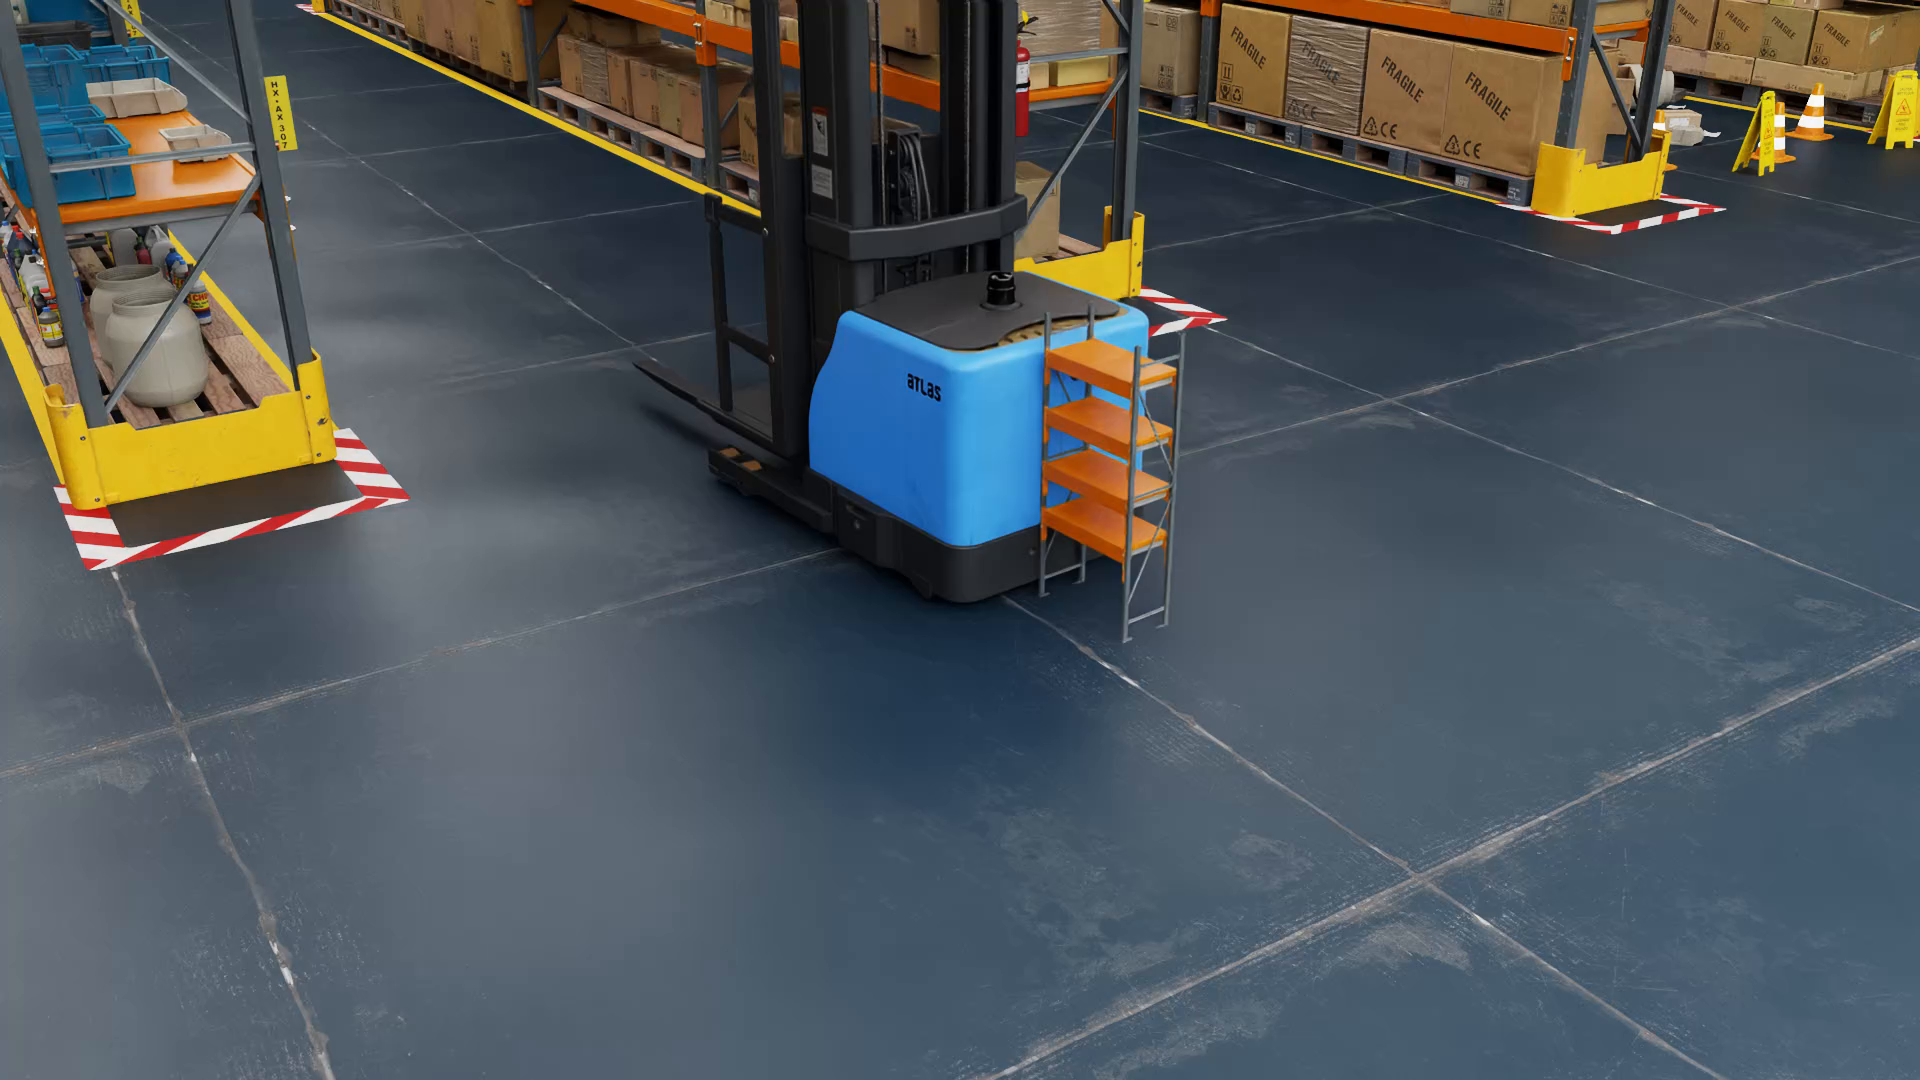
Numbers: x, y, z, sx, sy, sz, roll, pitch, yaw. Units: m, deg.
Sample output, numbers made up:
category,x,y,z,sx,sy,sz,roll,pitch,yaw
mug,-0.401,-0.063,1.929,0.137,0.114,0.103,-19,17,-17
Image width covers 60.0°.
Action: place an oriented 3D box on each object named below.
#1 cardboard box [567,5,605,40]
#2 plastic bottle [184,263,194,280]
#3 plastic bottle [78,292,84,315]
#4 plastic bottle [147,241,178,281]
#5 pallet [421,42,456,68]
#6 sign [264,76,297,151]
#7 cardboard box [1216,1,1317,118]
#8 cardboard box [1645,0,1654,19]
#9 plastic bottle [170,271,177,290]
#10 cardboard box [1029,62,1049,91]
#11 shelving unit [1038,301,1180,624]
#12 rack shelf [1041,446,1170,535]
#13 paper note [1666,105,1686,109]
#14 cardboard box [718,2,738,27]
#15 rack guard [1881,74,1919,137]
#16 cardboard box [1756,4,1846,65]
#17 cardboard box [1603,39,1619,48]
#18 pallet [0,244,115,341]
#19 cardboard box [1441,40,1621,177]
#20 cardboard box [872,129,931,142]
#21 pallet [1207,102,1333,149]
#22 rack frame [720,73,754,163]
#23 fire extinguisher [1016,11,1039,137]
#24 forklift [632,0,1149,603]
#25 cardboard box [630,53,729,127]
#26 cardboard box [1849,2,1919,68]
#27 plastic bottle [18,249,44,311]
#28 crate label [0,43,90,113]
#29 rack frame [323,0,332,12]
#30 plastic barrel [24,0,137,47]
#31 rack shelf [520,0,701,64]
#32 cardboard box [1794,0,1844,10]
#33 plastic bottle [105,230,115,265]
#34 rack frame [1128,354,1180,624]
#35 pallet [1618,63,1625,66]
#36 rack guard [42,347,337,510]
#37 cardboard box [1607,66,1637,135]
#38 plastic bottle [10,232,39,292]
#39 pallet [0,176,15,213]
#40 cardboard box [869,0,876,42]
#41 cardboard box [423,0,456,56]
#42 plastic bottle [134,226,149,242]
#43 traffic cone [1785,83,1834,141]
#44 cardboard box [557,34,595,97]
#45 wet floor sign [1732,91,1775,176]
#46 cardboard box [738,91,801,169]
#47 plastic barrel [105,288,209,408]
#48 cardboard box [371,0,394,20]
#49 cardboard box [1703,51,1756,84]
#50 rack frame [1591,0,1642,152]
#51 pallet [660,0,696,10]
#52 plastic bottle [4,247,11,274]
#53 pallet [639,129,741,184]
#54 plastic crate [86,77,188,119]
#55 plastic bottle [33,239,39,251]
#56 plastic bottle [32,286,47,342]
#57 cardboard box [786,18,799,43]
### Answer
category,x,y,z,sx,sy,sz,roll,pitch,yaw
cardboard box,-3.344,-4.853,15.551,0.500,0.250,0.500,-14,29,-28
plastic bottle,-4.355,-1.439,9.451,0.061,0.283,0.133,-15,29,-29
plastic bottle,-4.984,-1.332,9.321,0.097,0.201,0.097,0,25,0
plastic bottle,-4.742,-1.654,9.915,0.152,0.276,0.135,-15,29,-29
pallet,-5.434,-5.589,18.842,1.003,0.211,1.213,-16,29,-30
sign,-3.055,-1.914,7.467,0.100,0.325,0.005,-16,29,-30
cardboard box,2.944,-4.355,14.958,0.875,0.875,0.875,-15,29,-29
cardboard box,7.150,-5.380,16.982,0.500,0.500,0.500,-14,29,-28
plastic bottle,-4.542,-1.511,9.699,0.097,0.201,0.097,0,25,0
cardboard box,0.304,-2.757,9.870,0.380,0.149,0.250,-16,29,-30
shelving unit,0.566,-0.259,6.393,0.258,1.200,0.499,-18,31,-34
rack shelf,0.568,-0.197,6.420,0.258,0.148,0.480,-18,31,-34
paper note,6.941,-4.202,16.116,0.148,0.019,0.142,18,31,33
cardboard box,-1.561,-3.894,12.279,0.380,0.149,0.250,-16,29,-30
rack guard,8.894,-4.023,15.186,1.175,0.500,0.348,-16,29,-30
cardboard box,7.992,-4.823,15.804,0.500,0.500,0.500,-14,29,-28
cardboard box,6.847,-5.229,17.542,0.500,0.250,0.500,-17,30,-32
pallet,-5.370,-1.582,10.354,1.003,0.211,1.213,-16,29,-30
cardboard box,4.417,-3.392,12.919,0.875,0.875,0.875,-15,29,-29
cardboard box,-0.376,-2.537,11.547,0.500,0.500,0.500,-13,28,-25
pallet,3.009,-3.816,15.086,1.003,0.211,1.213,-16,29,-30
rack frame,-1.549,-4.248,12.735,0.949,2.616,0.053,-16,29,-30
fire extinguisher,0.308,-2.633,9.405,0.296,0.674,0.183,-16,29,-30
forklift,5.016,-4.806,13.997,18.991,2.935,7.886,-18,31,-34
cardboard box,-2.419,-3.915,14.443,0.700,0.500,0.500,-18,31,-34
cardboard box,8.713,-4.773,15.697,0.500,0.500,0.500,-17,30,-31
plastic bottle,-5.273,-1.489,9.478,0.144,0.351,0.185,-16,30,-30
crate label,-4.749,-2.273,8.511,0.502,0.435,0.616,-16,29,-30
rack frame,-8.102,-8.539,21.825,1.000,3.000,0.127,-16,29,-30
plastic barrel,-5.658,-3.528,10.623,0.600,0.901,0.708,-16,29,-30
rack shelf,-2.643,-4.637,14.402,1.077,0.370,4.000,-16,29,-30
cardboard box,8.023,-5.046,15.517,0.380,0.149,0.250,-15,29,-28
plastic bottle,-5.229,-1.897,10.343,0.144,0.351,0.185,-16,29,-30
rack frame,0.718,-0.176,6.218,0.228,1.046,0.006,-18,31,-34
pallet,7.148,-5.064,17.729,1.003,0.211,1.213,-16,29,-30
rack guard,-3.599,-0.548,7.825,1.175,0.500,0.348,-16,29,-30
cardboard box,5.855,-4.035,15.209,0.637,0.503,0.797,7,26,15
plastic bottle,-5.505,-1.641,9.800,0.144,0.351,0.185,-17,30,-32
pallet,-6.833,-2.541,12.384,1.003,0.211,1.213,-16,29,-30
cardboard box,-0.255,-3.539,10.768,0.875,0.500,0.500,-16,29,-30
cardboard box,-5.064,-5.794,18.007,1.225,0.875,0.875,-17,30,-31
plastic bottle,-5.004,-1.862,10.269,0.144,0.351,0.185,-17,30,-32
traffic cone,7.620,-3.832,14.825,0.336,0.463,0.334,-16,29,-30
cardboard box,-3.353,-4.511,15.706,0.700,0.500,0.500,-17,30,-32
wet floor sign,6.518,-3.323,13.532,0.267,0.644,0.232,-22,33,-38
cardboard box,-1.367,-3.154,12.854,0.500,0.500,0.500,-17,30,-31
plastic barrel,-3.941,-0.945,8.160,0.421,0.512,0.421,0,25,0
cardboard box,-6.703,-6.914,20.380,0.875,0.875,0.875,-16,29,-30
cardboard box,7.702,-4.672,16.362,0.500,0.250,0.500,-17,30,-31
rack frame,4.840,-3.935,12.073,0.949,2.616,0.053,-16,29,-30
pallet,-1.847,-4.468,13.425,1.003,0.211,1.213,-16,29,-30
plastic bottle,-5.784,-1.738,10.180,0.097,0.201,0.097,0,25,0
pallet,-1.978,-3.264,13.918,1.003,0.211,1.213,-16,29,-30
plastic crate,-4.603,-2.452,9.239,0.530,0.136,0.437,-16,29,-30
plastic bottle,-5.488,-1.742,10.014,0.144,0.351,0.185,-16,29,-30
plastic bottle,-4.967,-1.225,8.998,0.061,0.283,0.133,-15,29,-28
cardboard box,-0.983,-3.545,11.540,0.380,0.149,0.250,-16,29,-30
